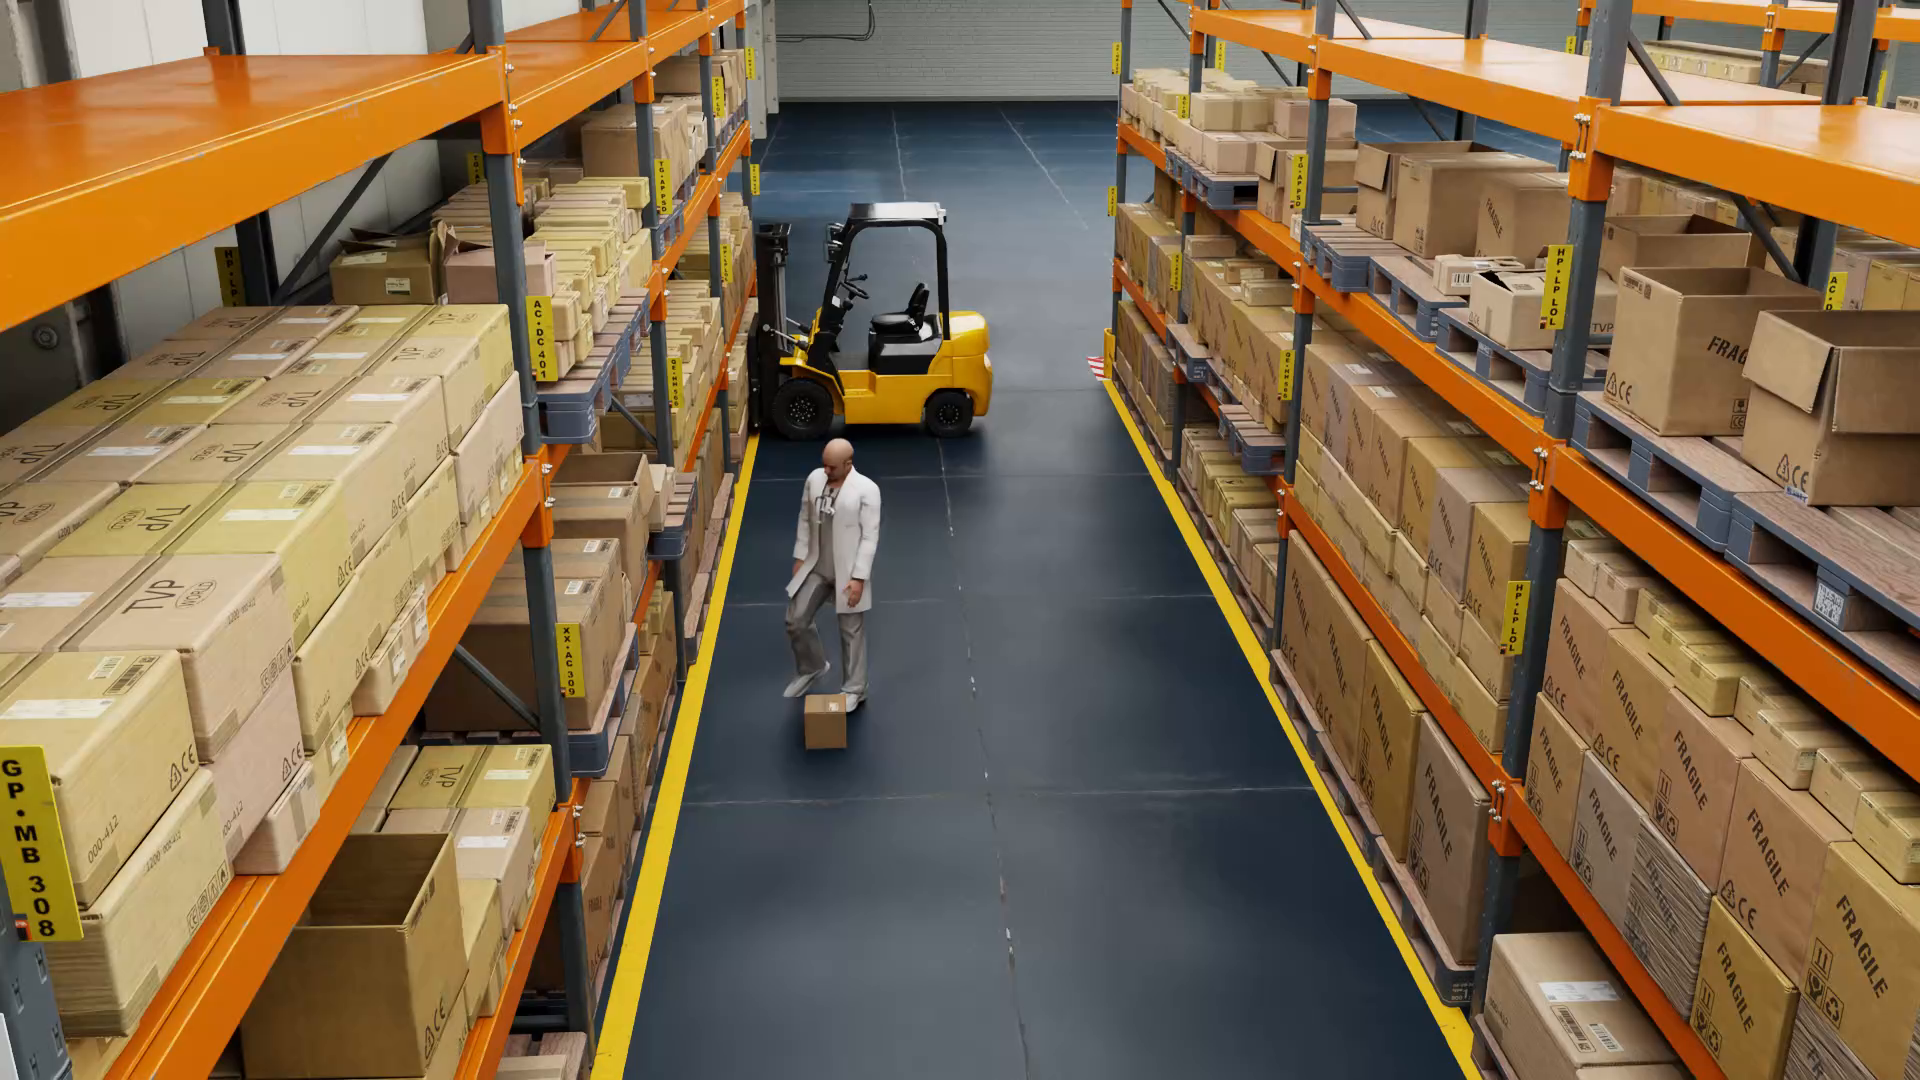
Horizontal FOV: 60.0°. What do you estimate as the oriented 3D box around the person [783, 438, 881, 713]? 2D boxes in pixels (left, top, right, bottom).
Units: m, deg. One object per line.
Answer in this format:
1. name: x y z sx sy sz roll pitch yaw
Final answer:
1. person: -0.835 0.223 10.494 0.679 1.815 0.414 10 22 25
